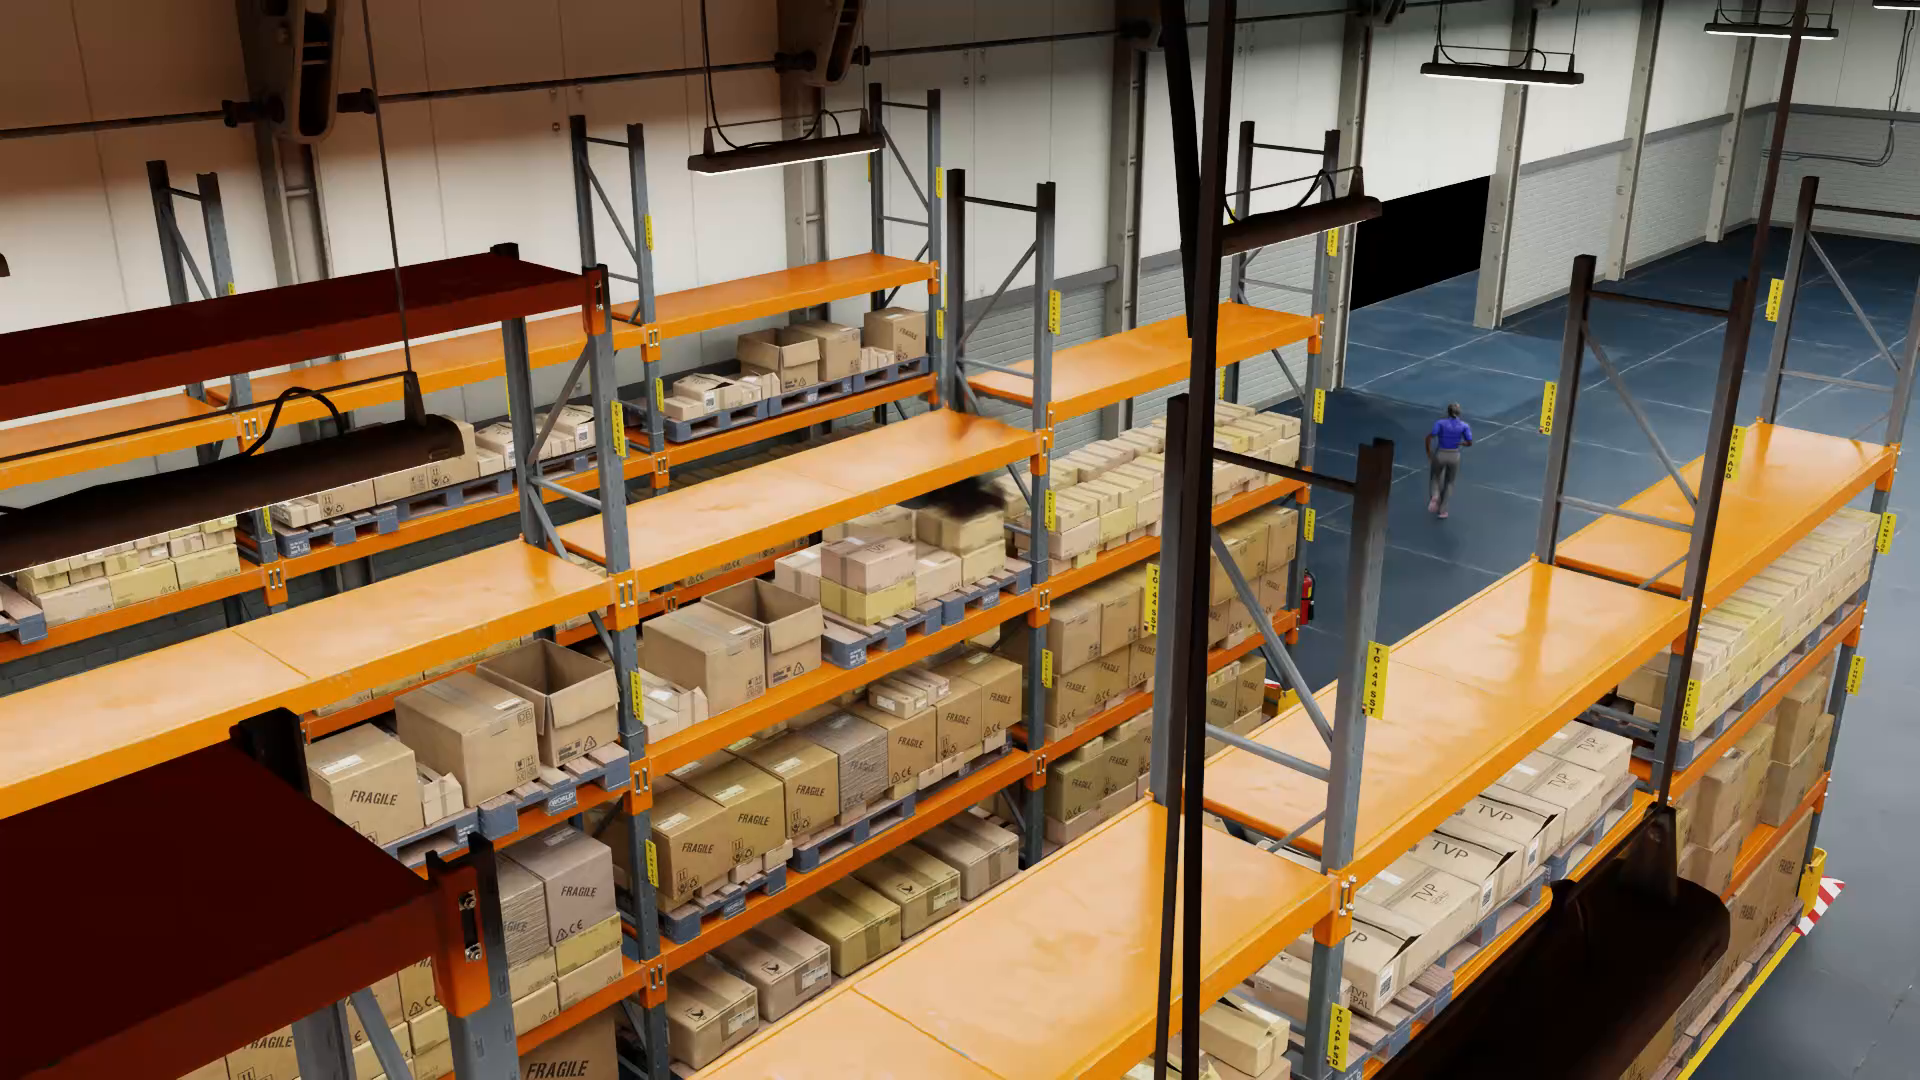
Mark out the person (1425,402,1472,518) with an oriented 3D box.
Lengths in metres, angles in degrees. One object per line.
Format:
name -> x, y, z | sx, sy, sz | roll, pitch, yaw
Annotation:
person -> 6.626, -1.118, 22.661 | 0.624, 1.624, 0.528 | 5, 22, 13
